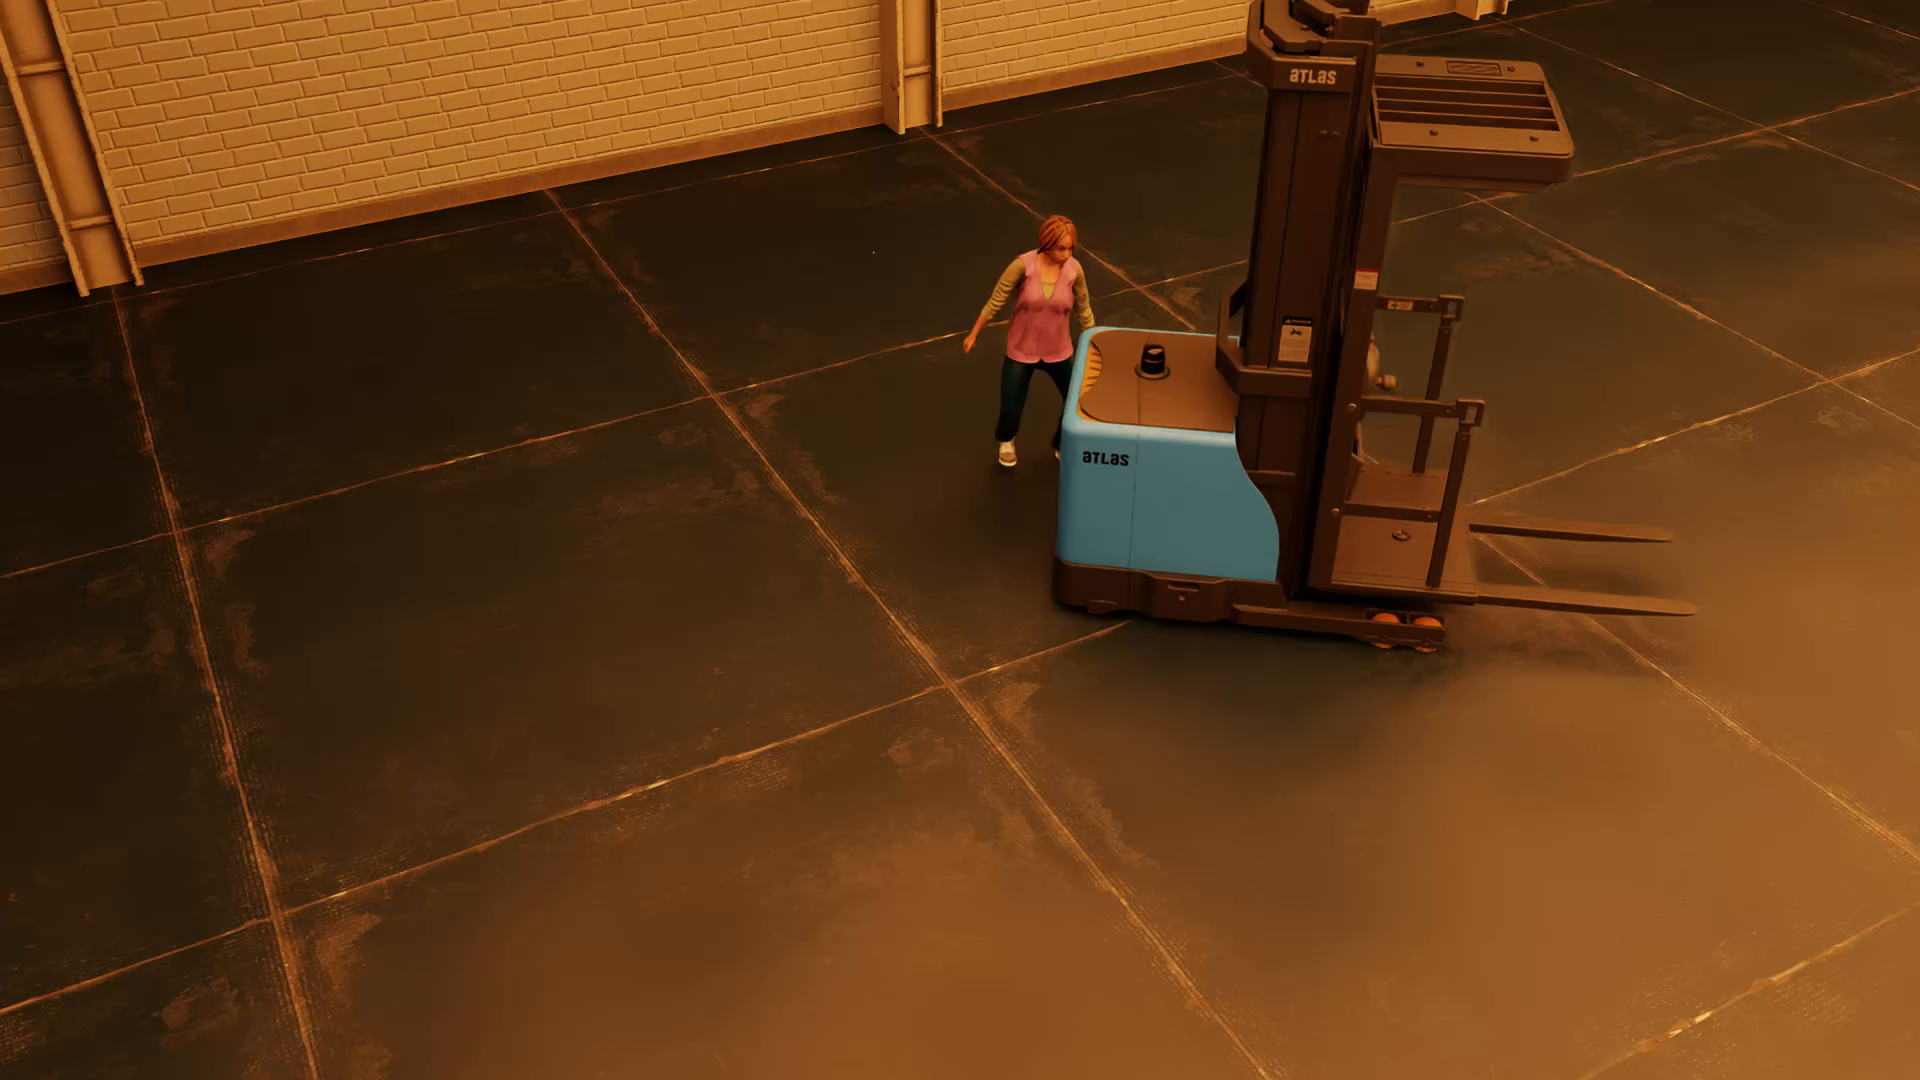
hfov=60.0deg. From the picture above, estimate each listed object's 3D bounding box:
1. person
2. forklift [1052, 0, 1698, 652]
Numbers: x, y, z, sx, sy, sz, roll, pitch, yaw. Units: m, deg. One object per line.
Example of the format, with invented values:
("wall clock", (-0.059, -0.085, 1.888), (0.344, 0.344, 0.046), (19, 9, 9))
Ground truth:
("person", (0.394, -1.035, 8.827), (0.747, 1.512, 0.441), (-1, 35, -2))
("forklift", (2.014, -0.995, 7.531), (3.031, 2.935, 1.130), (5, 36, 7))
